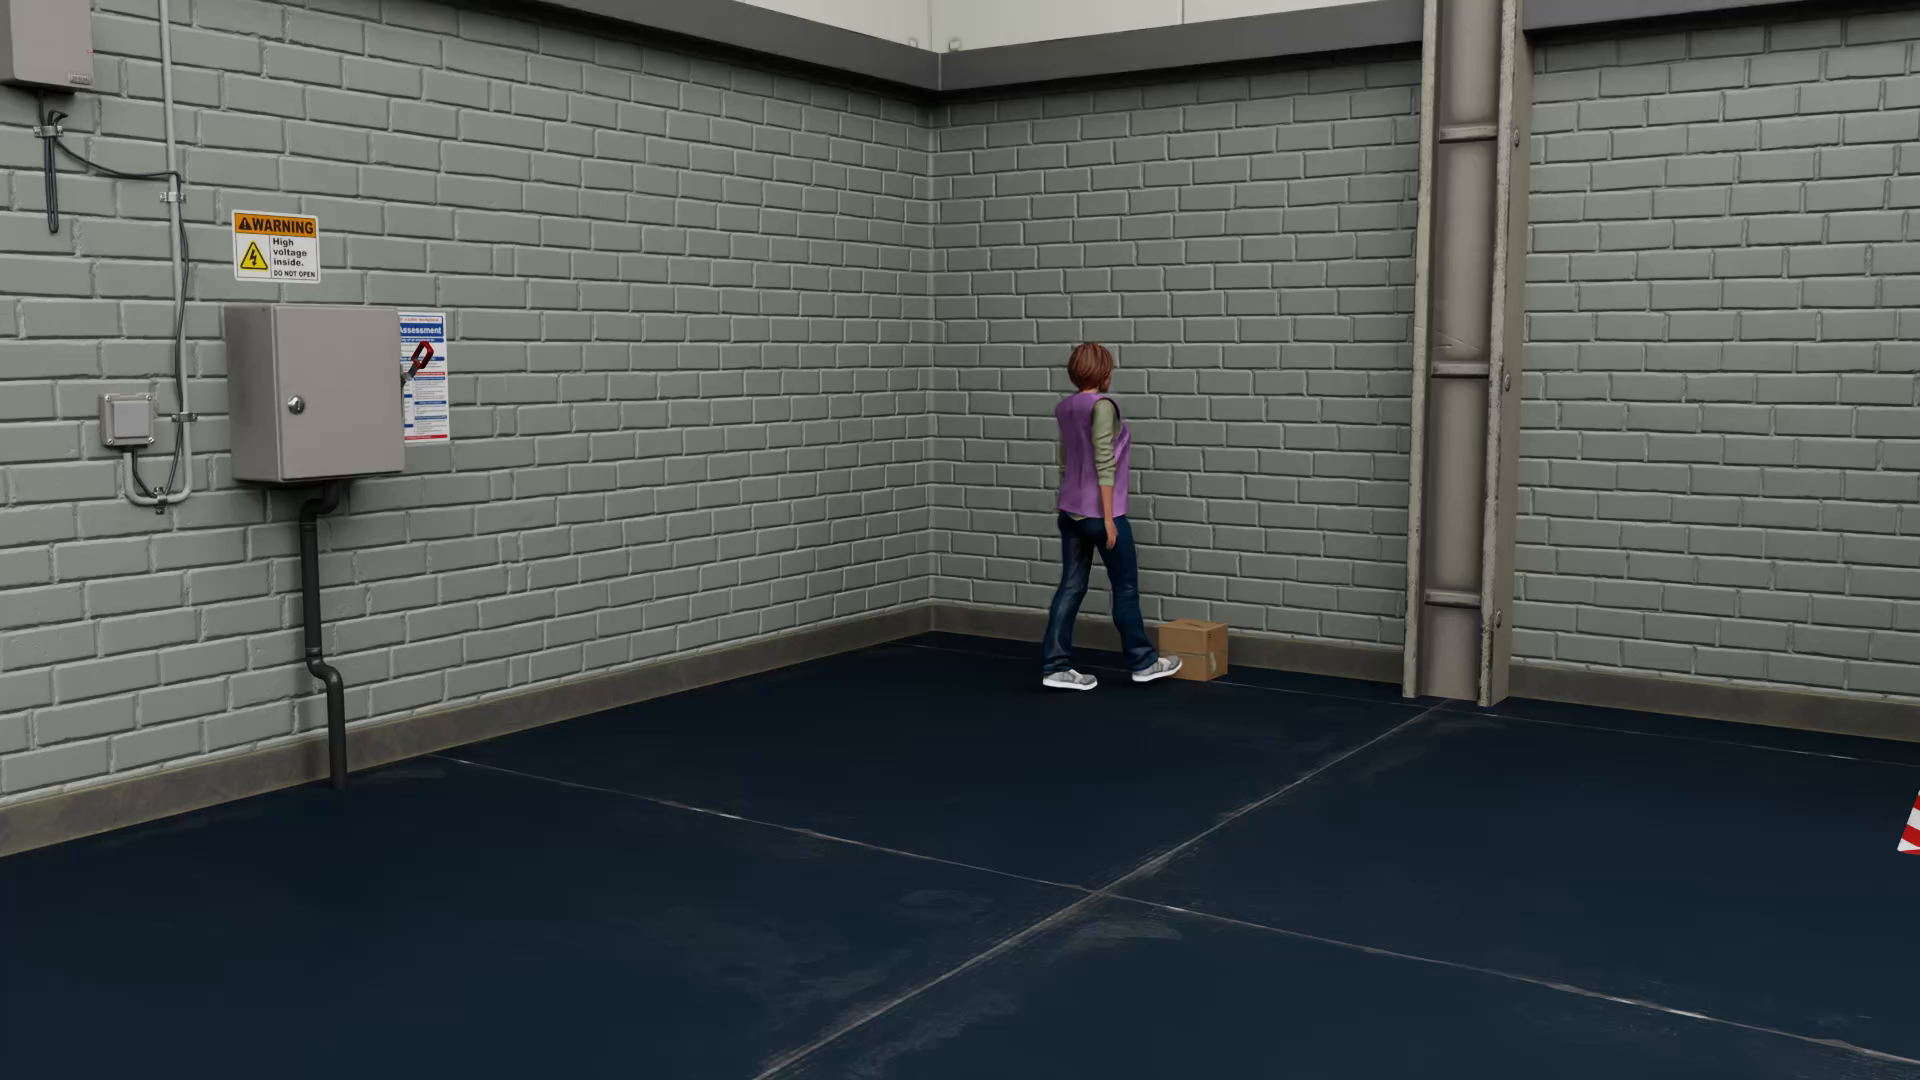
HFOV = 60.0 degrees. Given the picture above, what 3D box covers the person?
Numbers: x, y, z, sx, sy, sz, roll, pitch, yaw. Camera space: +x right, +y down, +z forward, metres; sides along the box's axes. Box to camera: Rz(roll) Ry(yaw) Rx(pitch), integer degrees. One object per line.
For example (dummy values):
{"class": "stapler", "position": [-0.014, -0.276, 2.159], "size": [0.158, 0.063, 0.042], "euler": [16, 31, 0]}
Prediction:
{"class": "person", "position": [0.685, -0.104, 7.648], "size": [0.724, 1.571, 0.438], "euler": [-4, 8, -31]}
